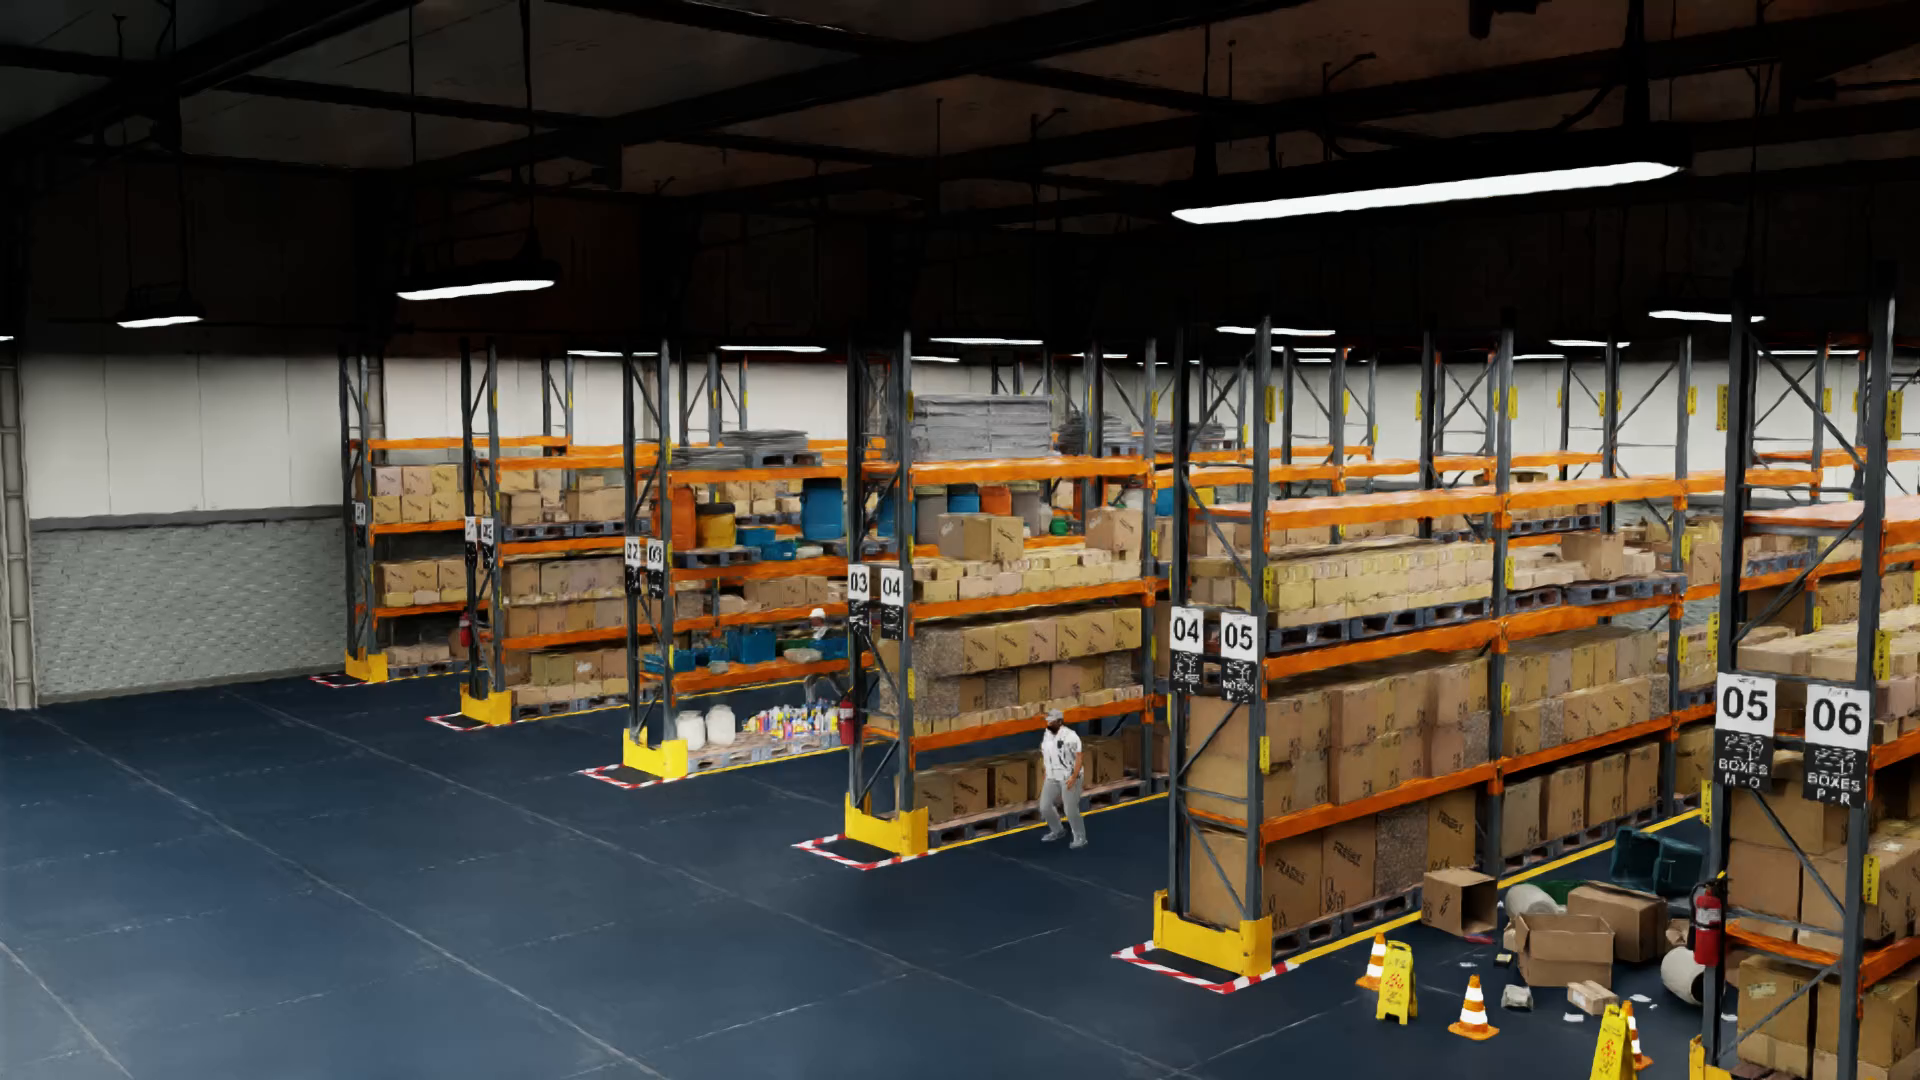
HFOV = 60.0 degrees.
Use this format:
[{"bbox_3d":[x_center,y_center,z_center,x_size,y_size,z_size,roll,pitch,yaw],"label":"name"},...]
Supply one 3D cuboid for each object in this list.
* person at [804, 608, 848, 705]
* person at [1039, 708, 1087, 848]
[{"bbox_3d":[-2.132,1.938,26.527,0.955,1.722,0.570,-2,5,-21],"label":"person"},{"bbox_3d":[1.143,2.684,18.847,0.582,1.611,0.625,-5,7,-44],"label":"person"}]
